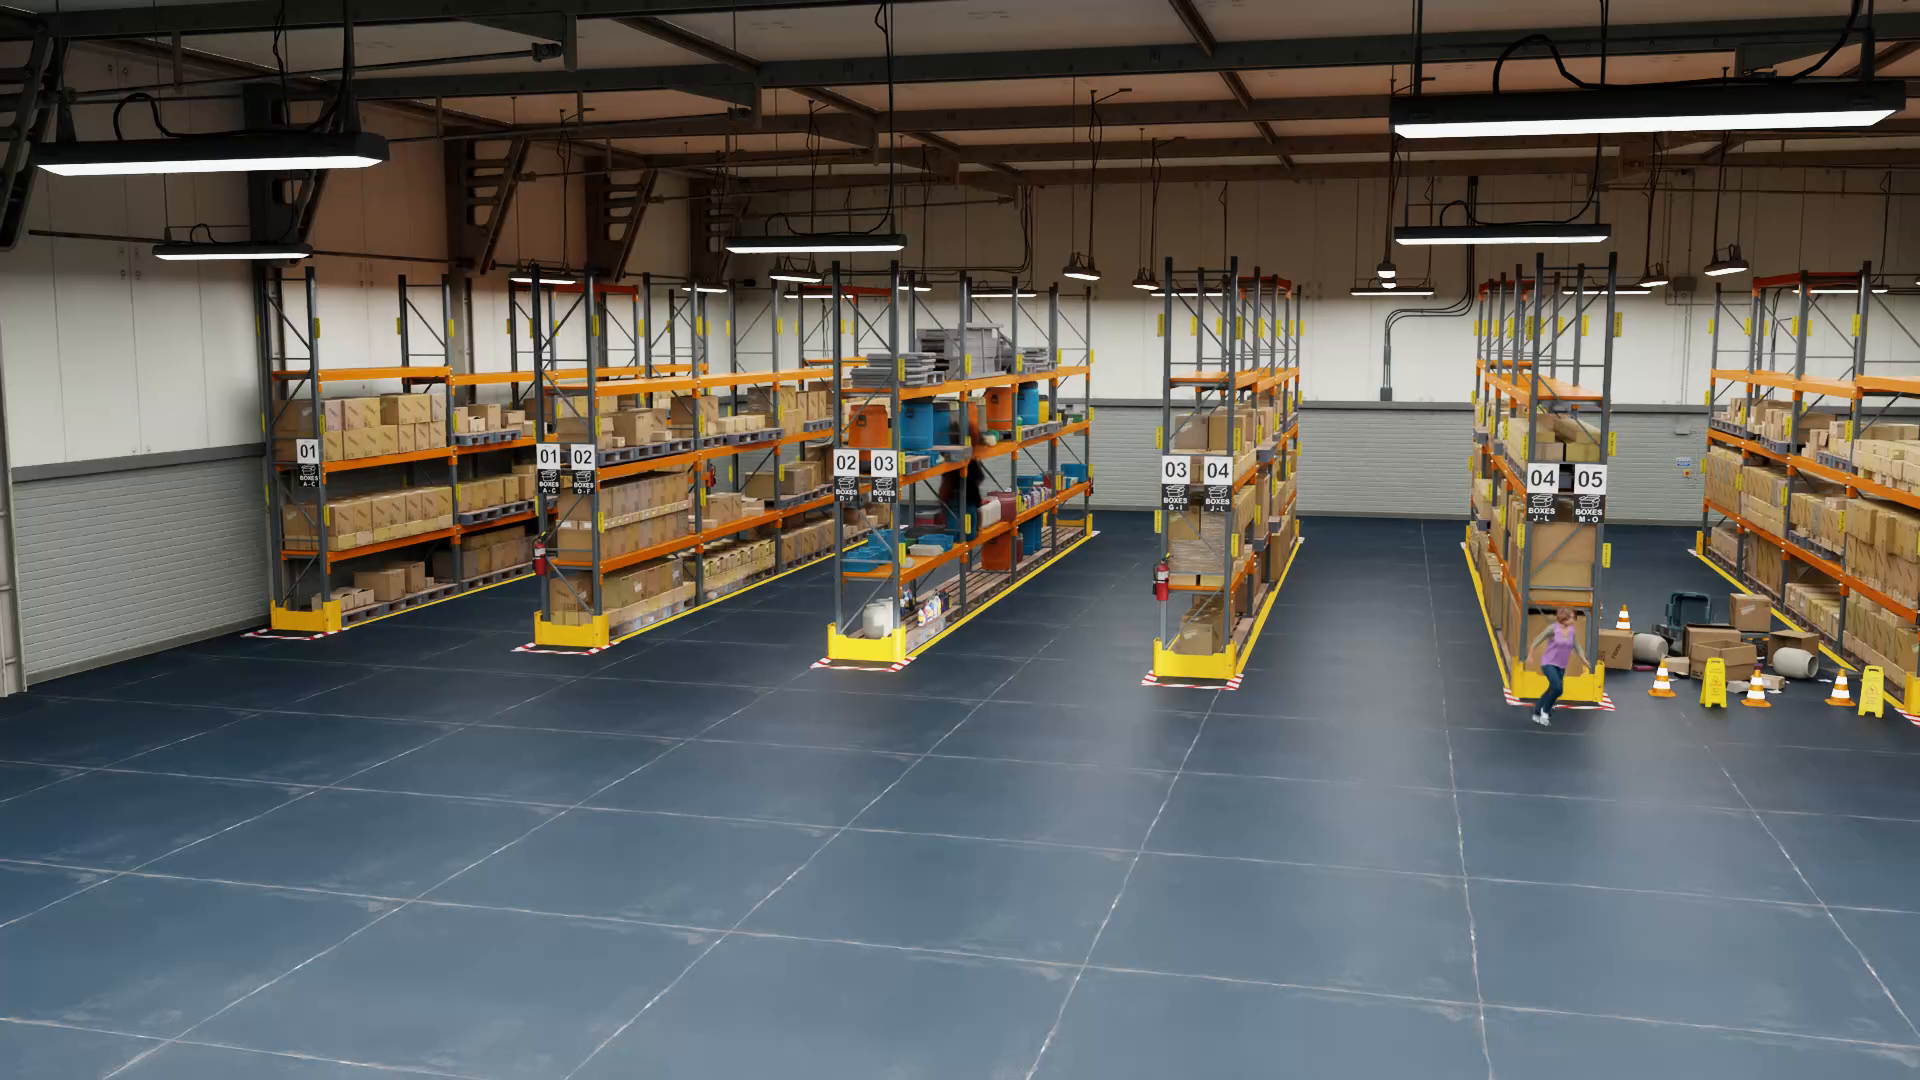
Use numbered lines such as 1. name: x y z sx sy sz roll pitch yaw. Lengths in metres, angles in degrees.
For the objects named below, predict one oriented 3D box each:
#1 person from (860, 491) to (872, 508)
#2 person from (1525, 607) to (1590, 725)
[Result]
1. person: -2.425 -1.319 42.924 0.981 1.762 0.708 2 8 18
2. person: 7.506 1.589 20.852 0.520 1.536 0.775 -3 8 -22
